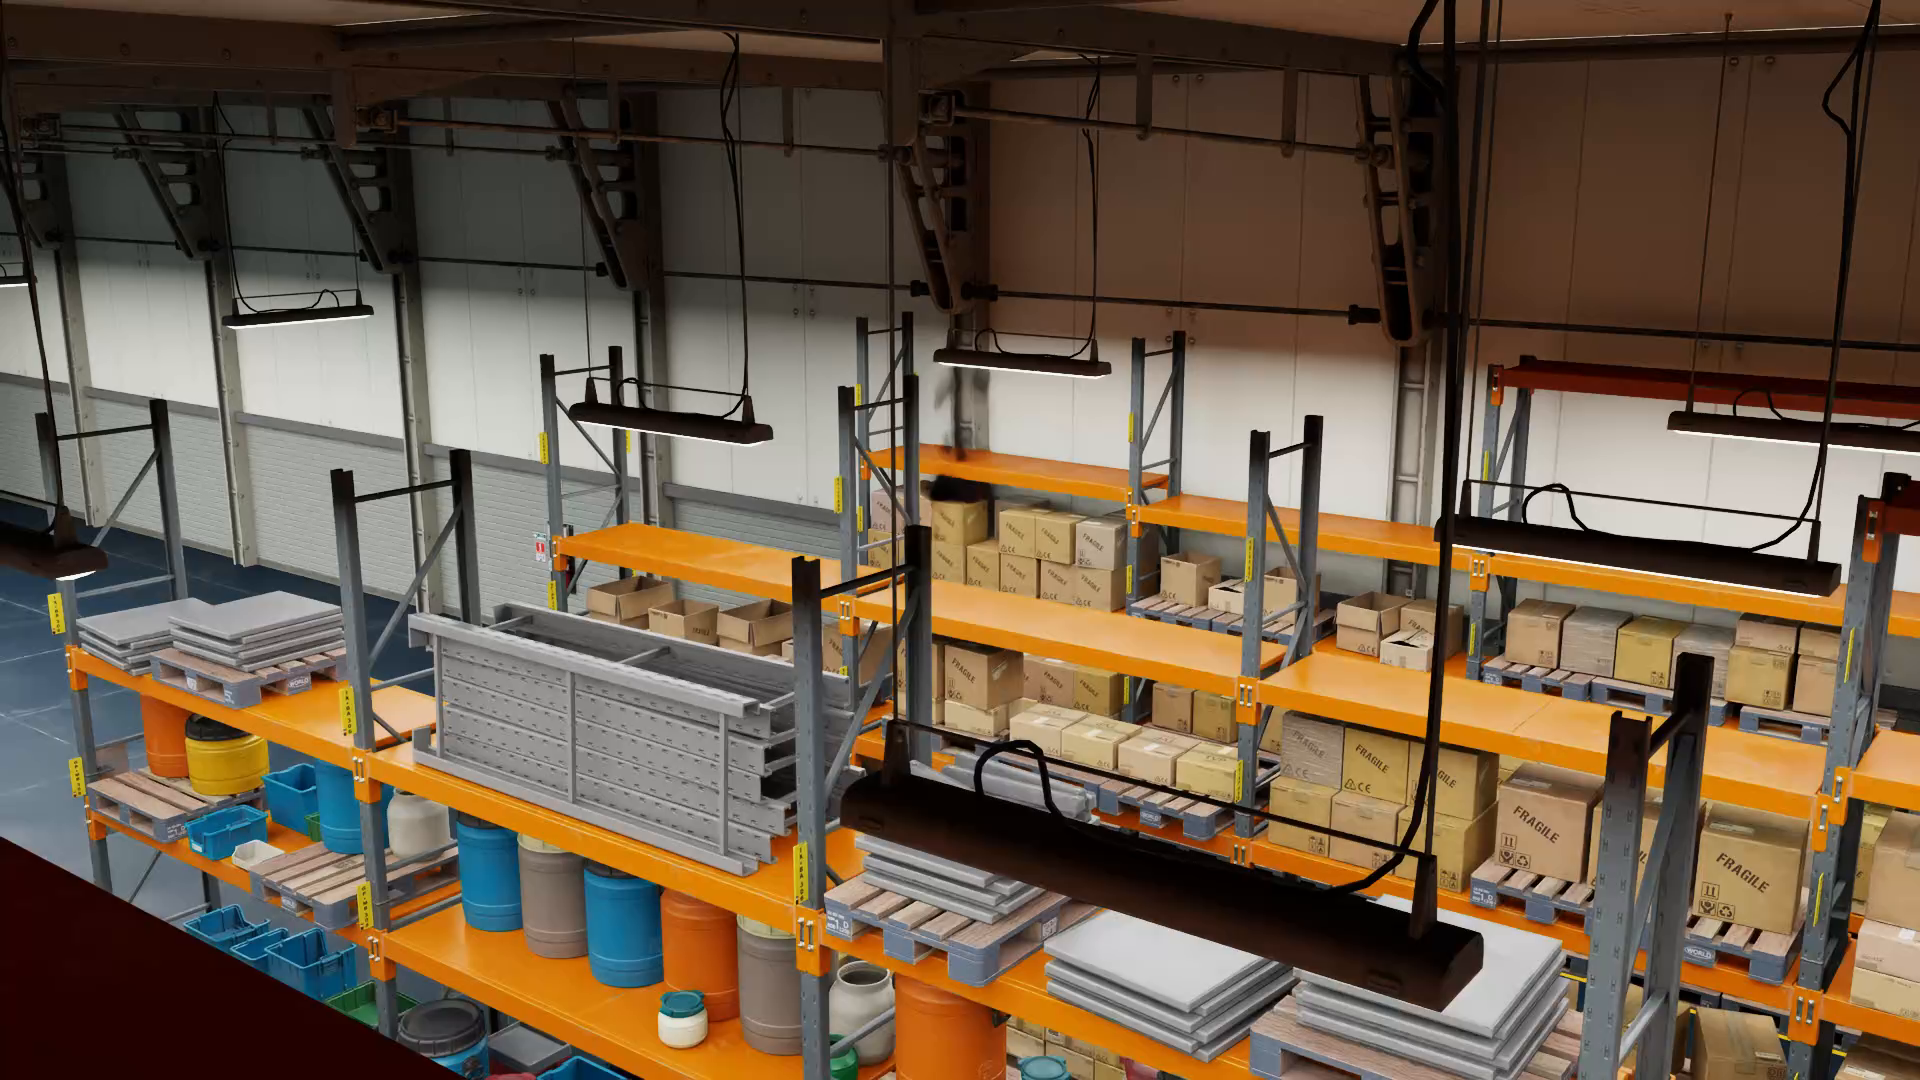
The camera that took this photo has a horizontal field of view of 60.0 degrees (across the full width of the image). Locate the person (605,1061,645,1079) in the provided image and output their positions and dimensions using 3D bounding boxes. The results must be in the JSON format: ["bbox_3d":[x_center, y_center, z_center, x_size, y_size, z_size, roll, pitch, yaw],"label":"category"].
[{"bbox_3d":[-2.687,4.195,13.643,0.560,1.601,0.595,8,15,31],"label":"person"}]
